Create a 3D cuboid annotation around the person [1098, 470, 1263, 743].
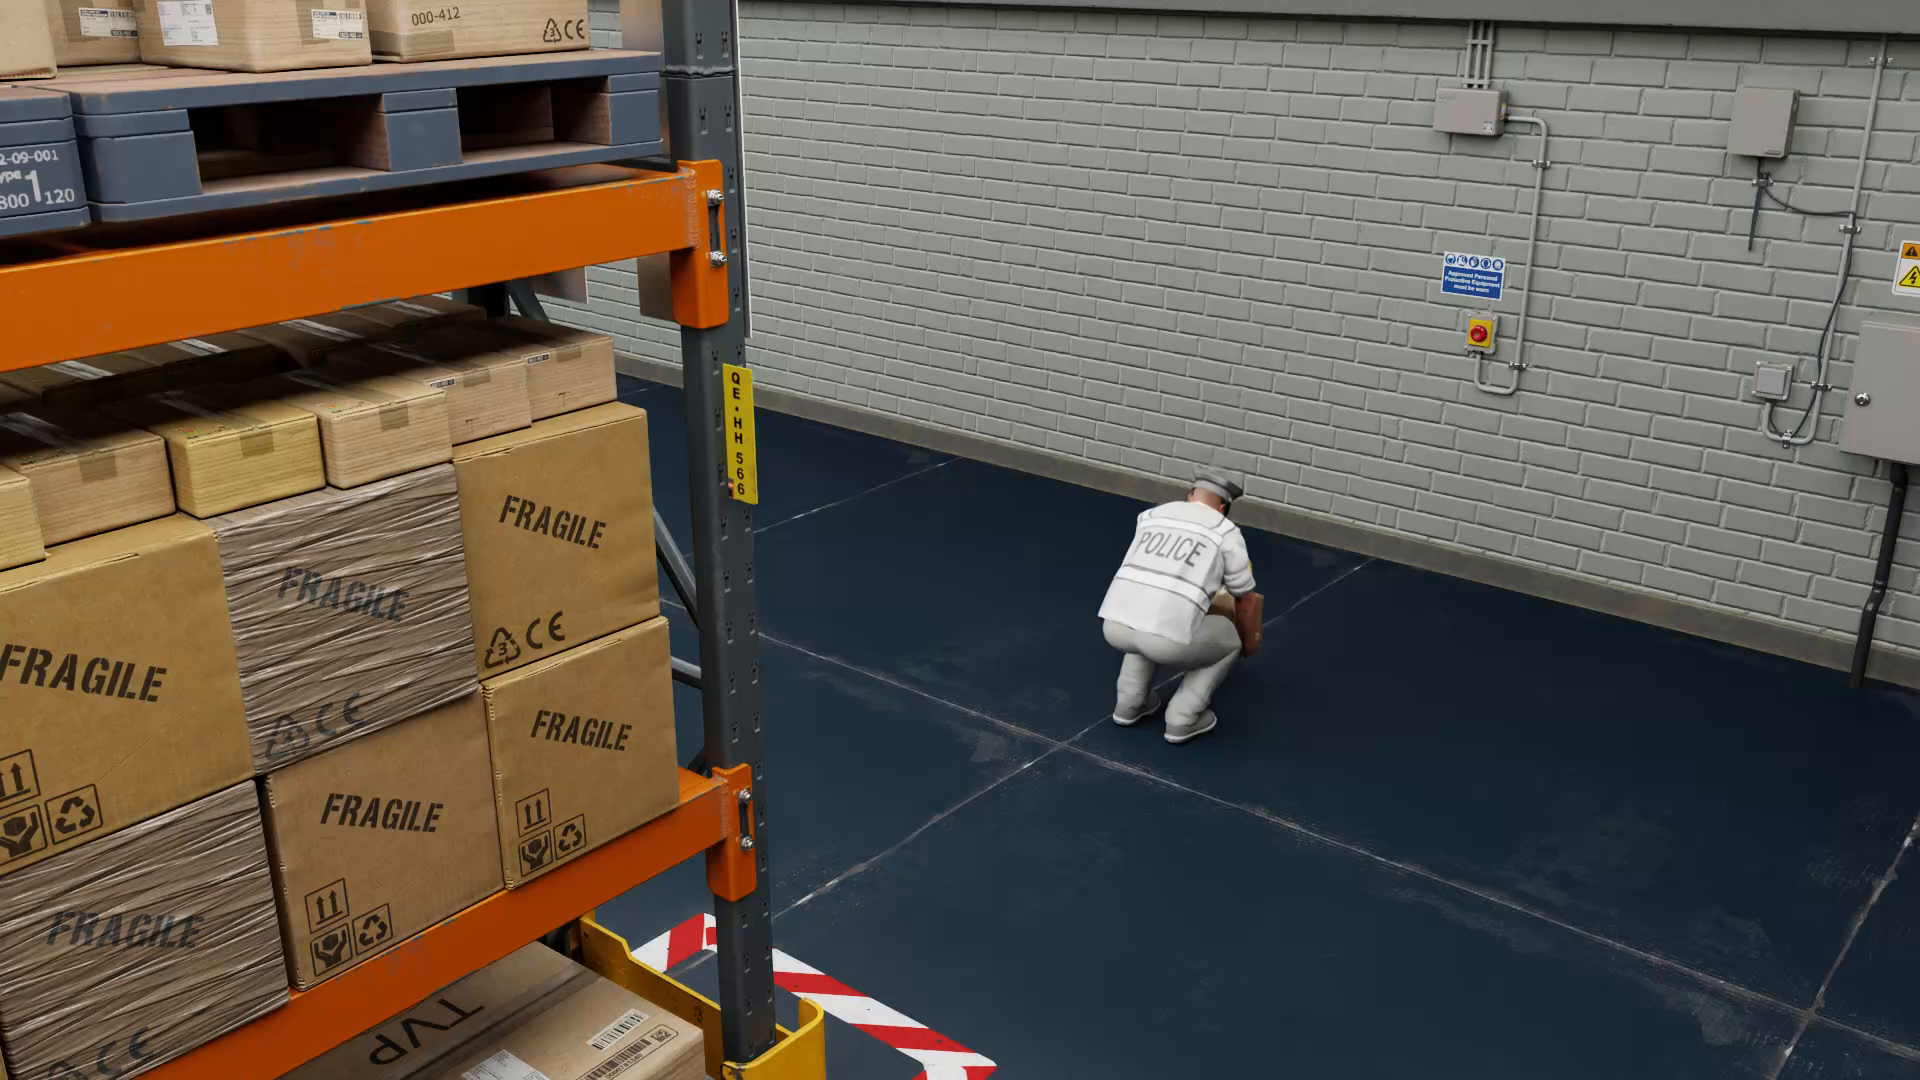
[{"bbox_3d":[0.949,0.279,7.315,0.556,1.062,0.918,16,25,36],"label":"person"}]
